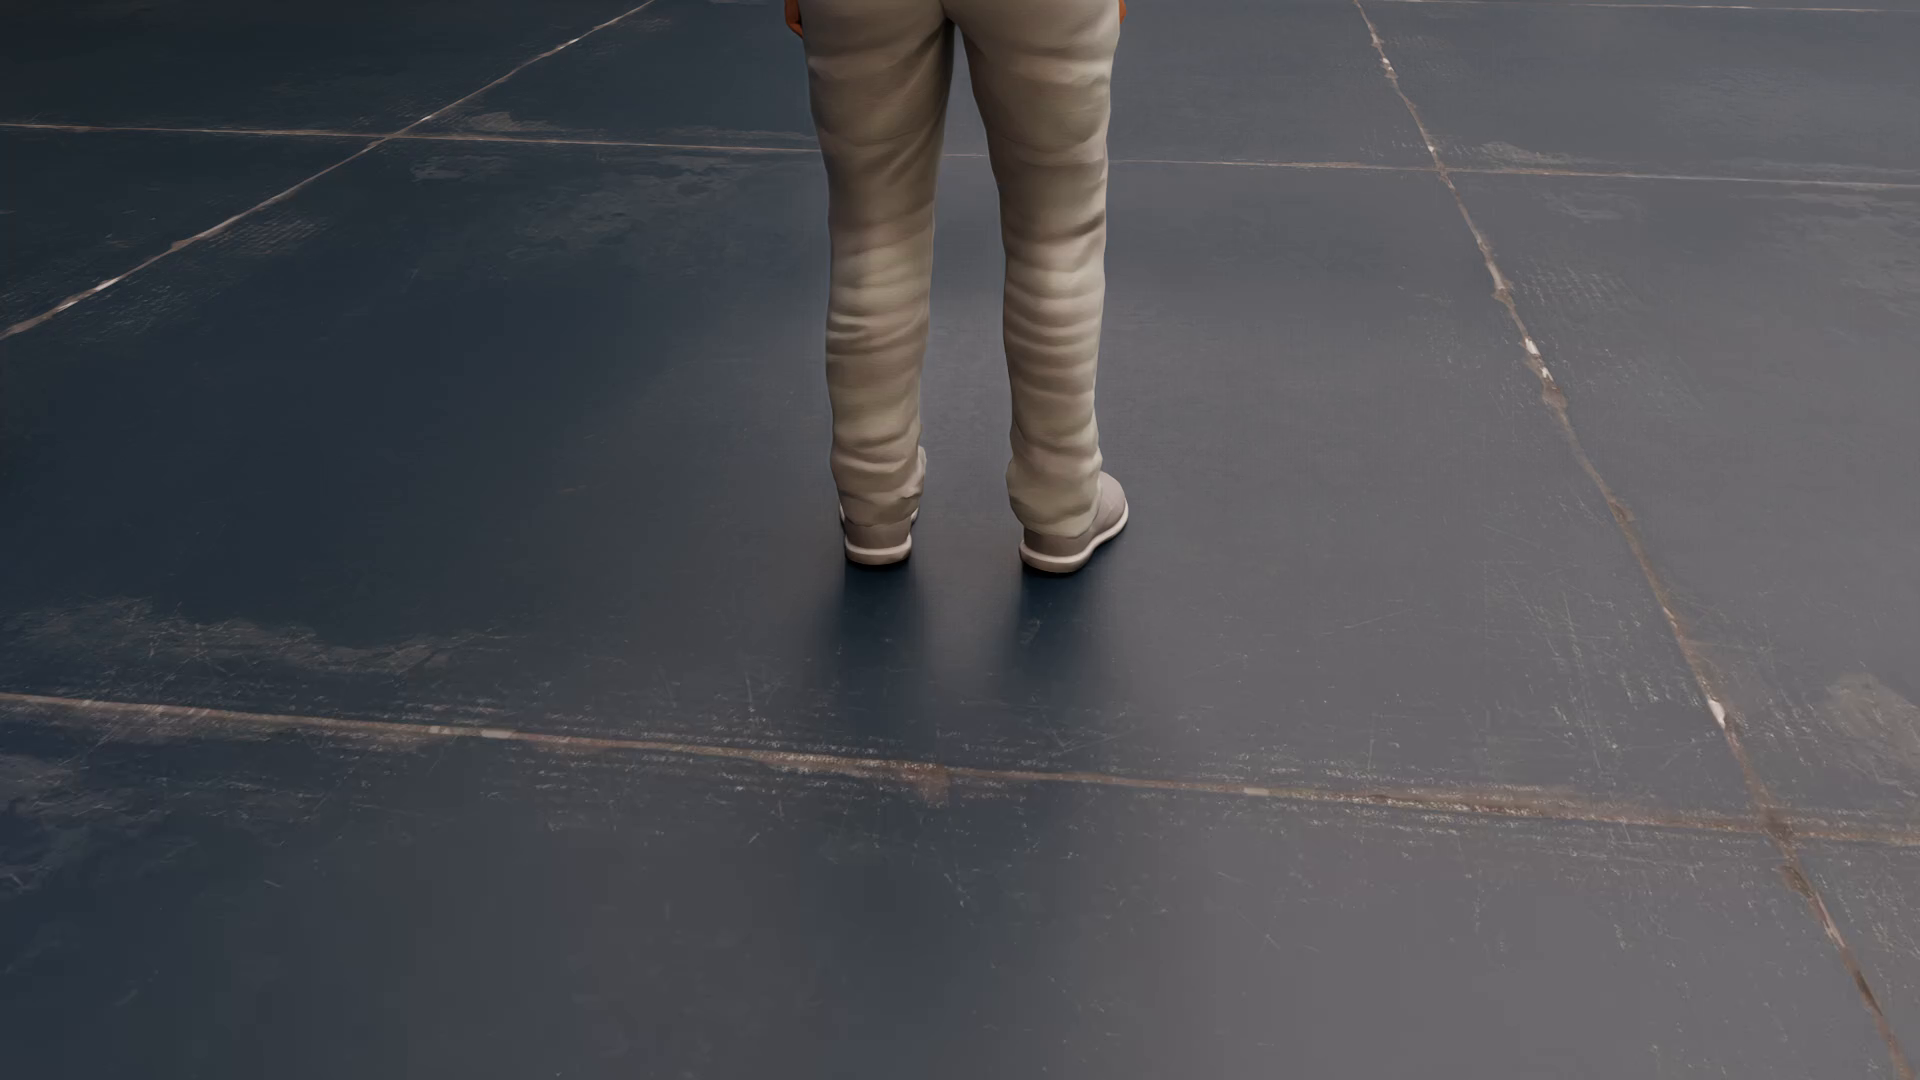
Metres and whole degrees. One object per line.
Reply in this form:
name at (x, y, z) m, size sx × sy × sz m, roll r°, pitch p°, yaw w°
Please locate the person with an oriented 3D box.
person at (0.006, -0.743, 2.133) m, size 0.483 × 1.668 × 0.394 m, roll 3°, pitch 27°, yaw 7°
